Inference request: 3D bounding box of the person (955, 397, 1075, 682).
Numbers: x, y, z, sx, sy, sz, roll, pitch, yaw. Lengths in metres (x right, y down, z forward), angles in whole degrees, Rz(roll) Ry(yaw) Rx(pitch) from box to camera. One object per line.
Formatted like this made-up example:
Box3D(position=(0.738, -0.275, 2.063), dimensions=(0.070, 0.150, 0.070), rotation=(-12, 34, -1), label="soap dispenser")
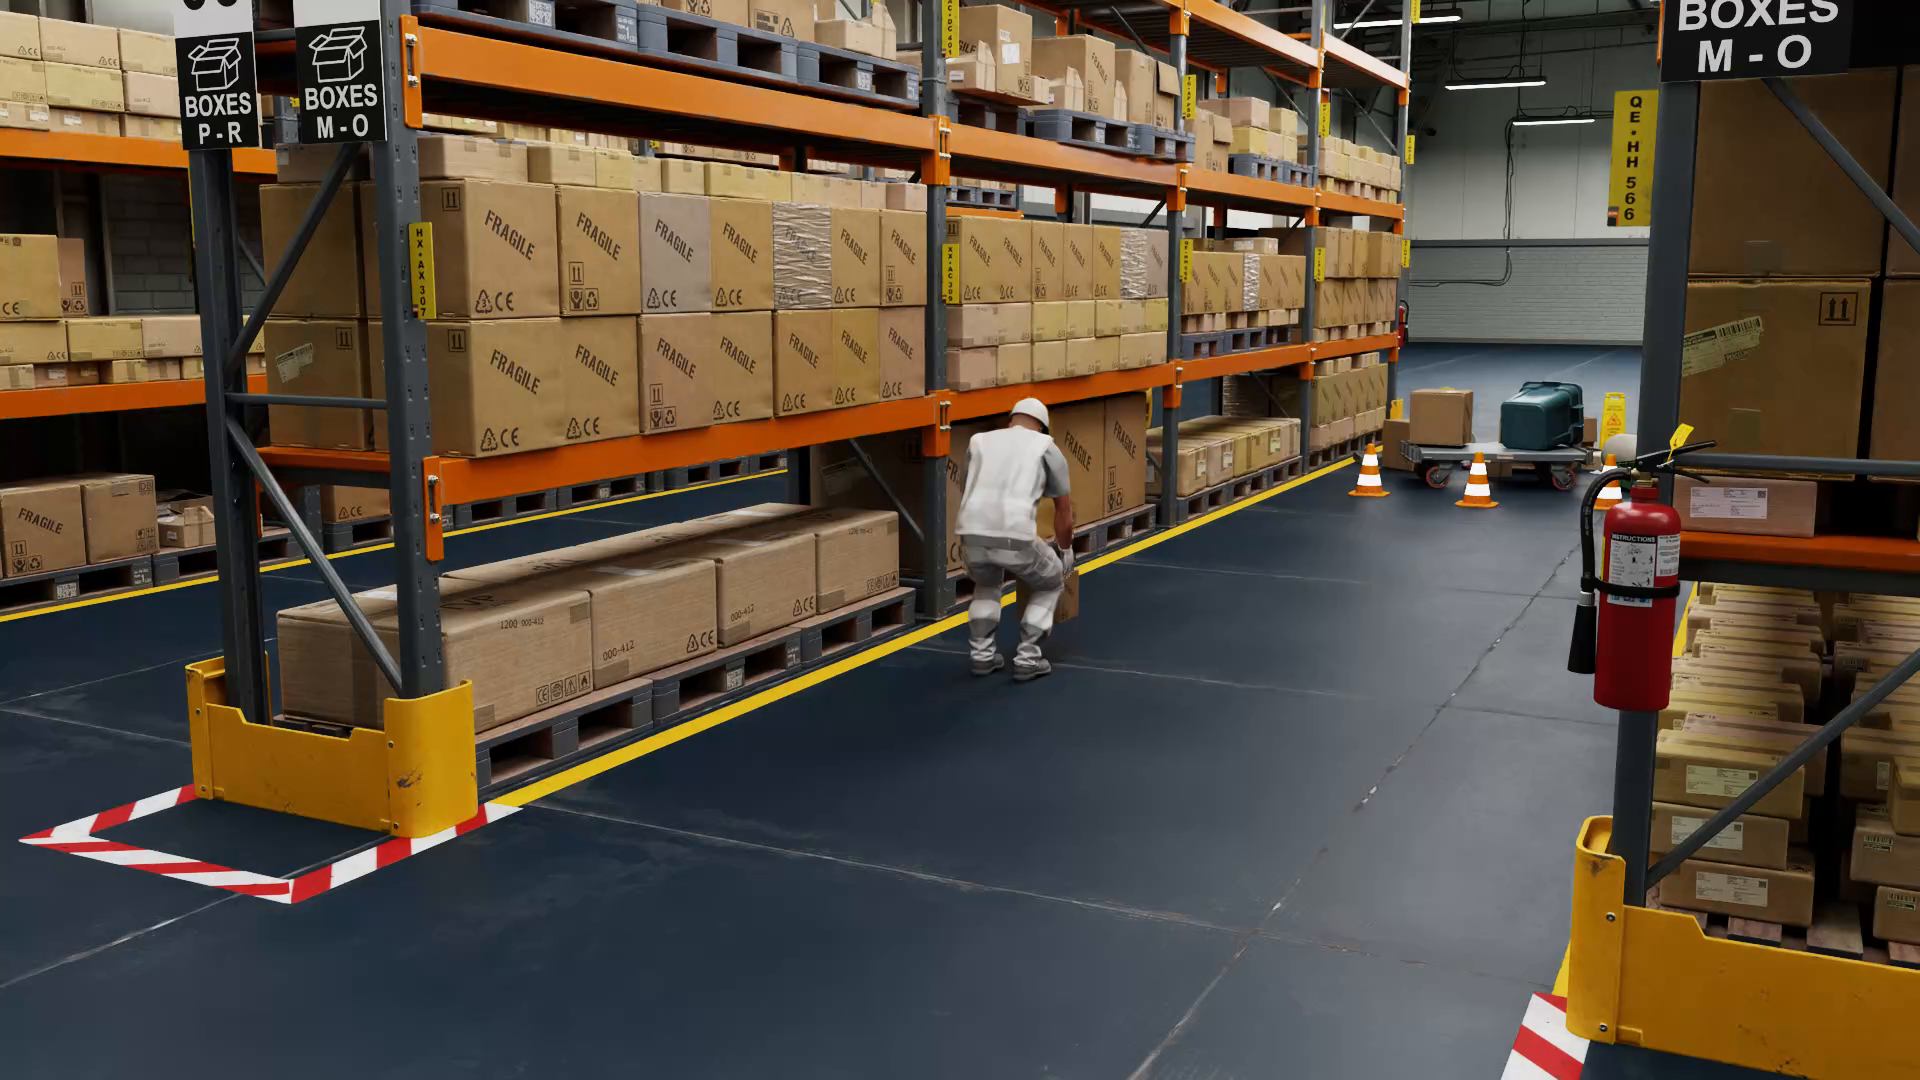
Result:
Box3D(position=(0.240, -0.015, 8.282), dimensions=(0.585, 1.354, 0.793), rotation=(4, 10, 26), label="person")
